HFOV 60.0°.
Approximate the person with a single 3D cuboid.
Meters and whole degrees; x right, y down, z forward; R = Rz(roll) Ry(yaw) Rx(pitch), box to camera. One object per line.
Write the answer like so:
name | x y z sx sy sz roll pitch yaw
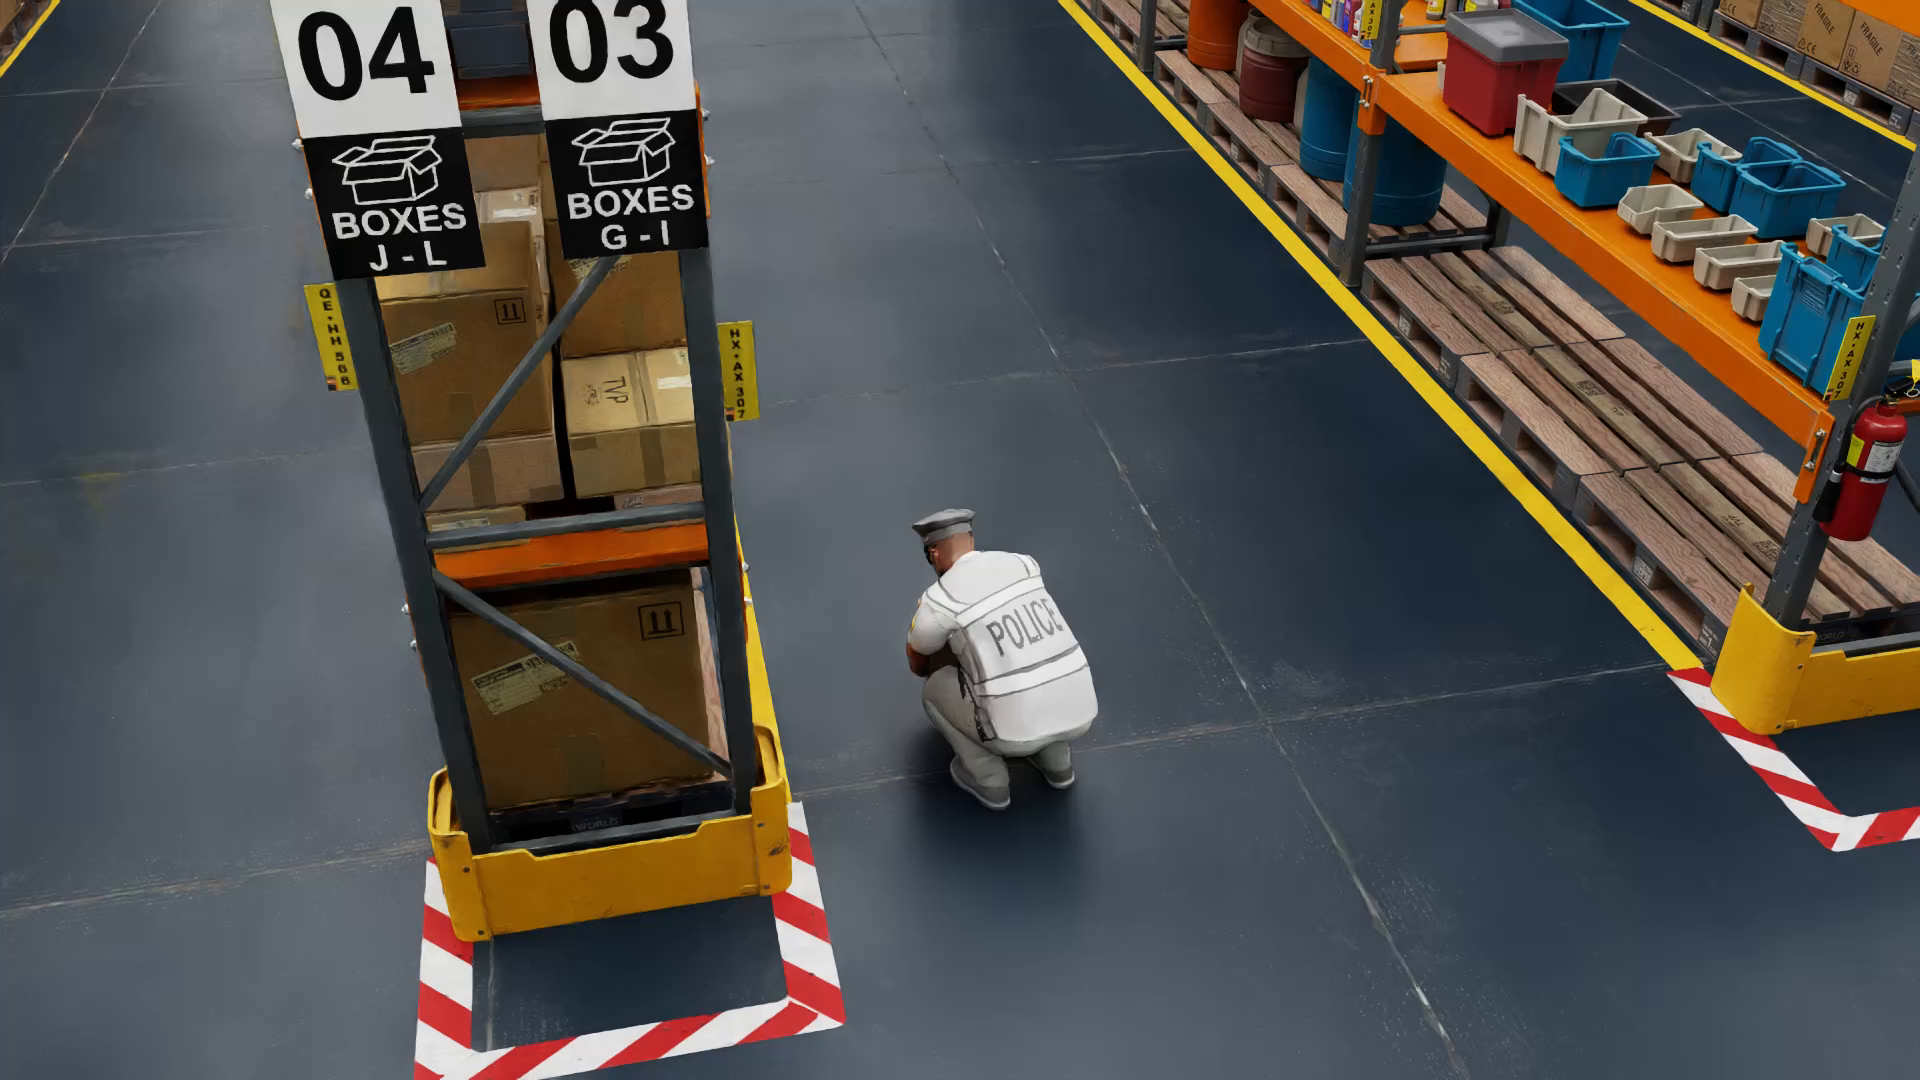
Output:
person | 0.127 0.427 6.183 0.562 1.004 0.926 -16 37 -22
